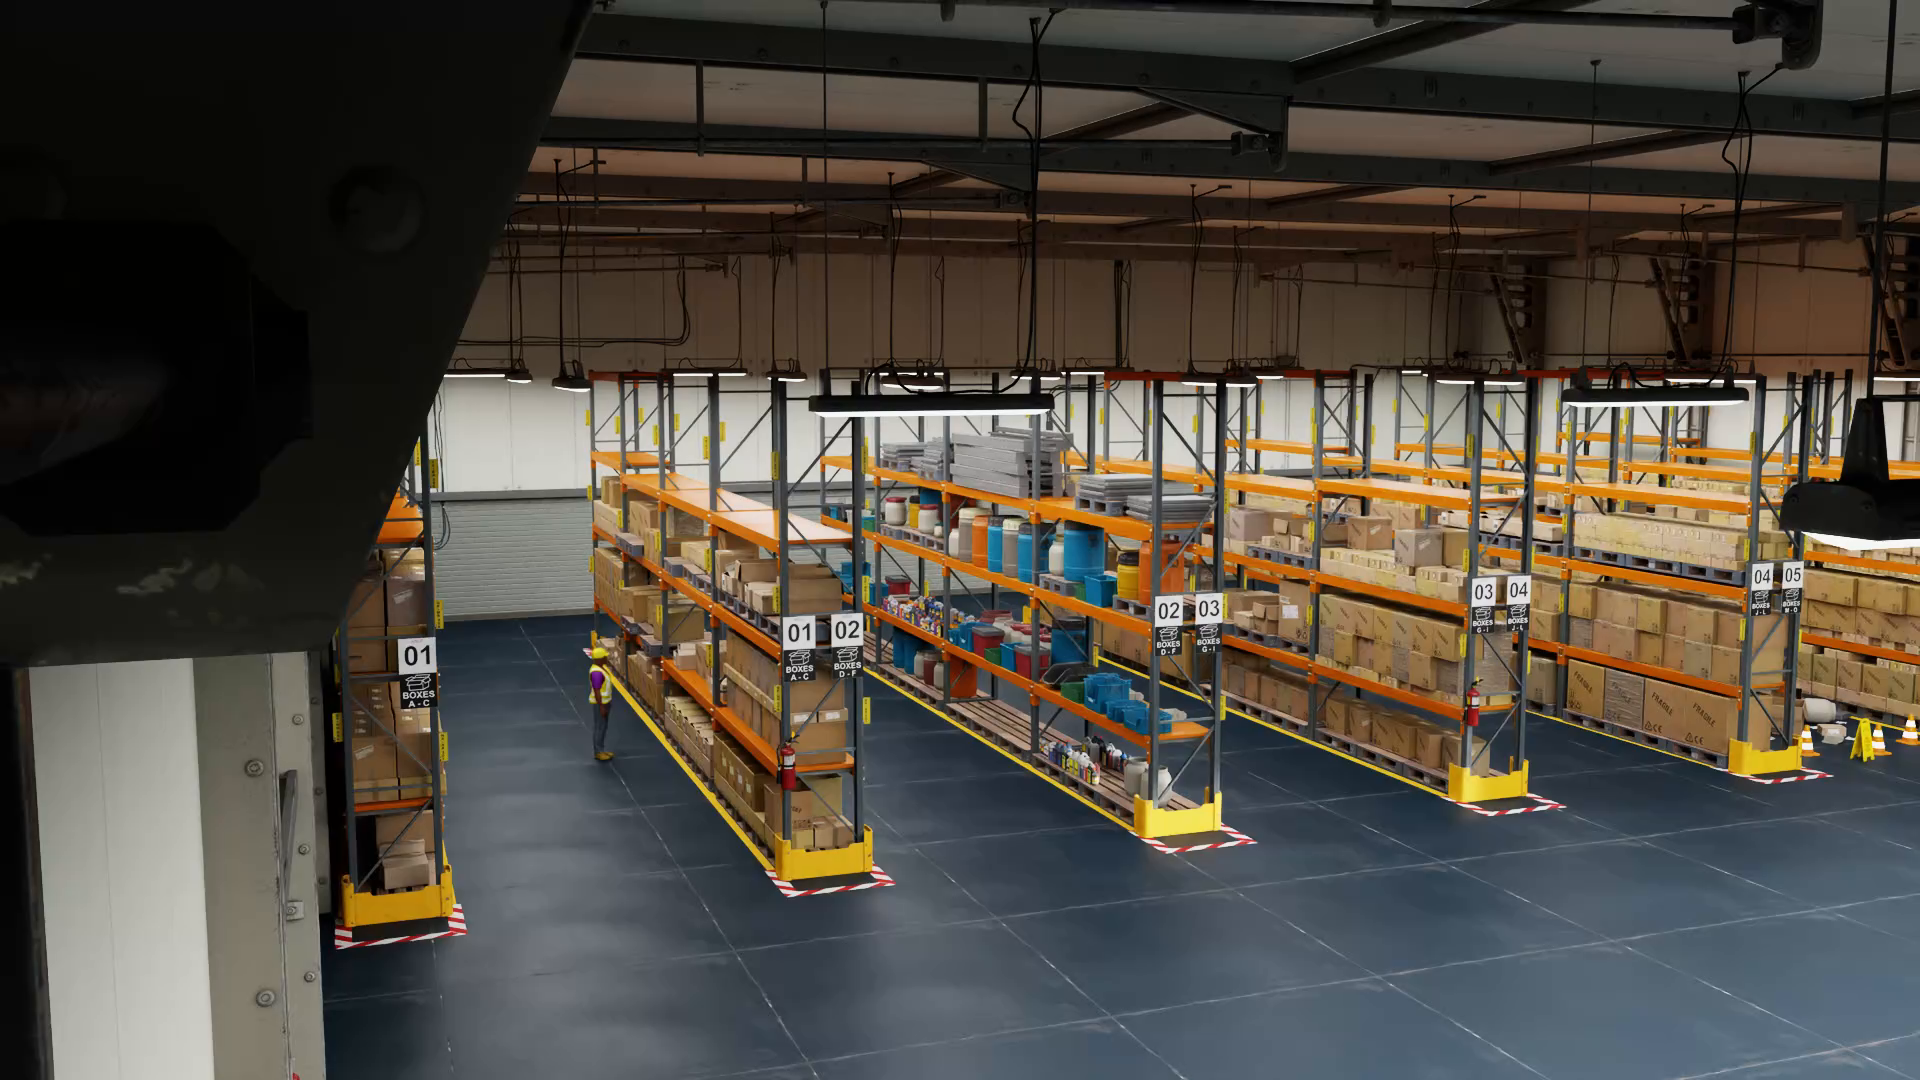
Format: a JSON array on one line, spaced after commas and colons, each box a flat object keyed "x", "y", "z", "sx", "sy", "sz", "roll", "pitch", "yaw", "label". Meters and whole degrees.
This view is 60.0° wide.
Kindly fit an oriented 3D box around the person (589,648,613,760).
[{"x": -5.620, "y": 2.549, "z": 26.033, "sx": 0.369, "sy": 1.766, "sz": 0.632, "roll": 0, "pitch": 6, "yaw": 4, "label": "person"}]
